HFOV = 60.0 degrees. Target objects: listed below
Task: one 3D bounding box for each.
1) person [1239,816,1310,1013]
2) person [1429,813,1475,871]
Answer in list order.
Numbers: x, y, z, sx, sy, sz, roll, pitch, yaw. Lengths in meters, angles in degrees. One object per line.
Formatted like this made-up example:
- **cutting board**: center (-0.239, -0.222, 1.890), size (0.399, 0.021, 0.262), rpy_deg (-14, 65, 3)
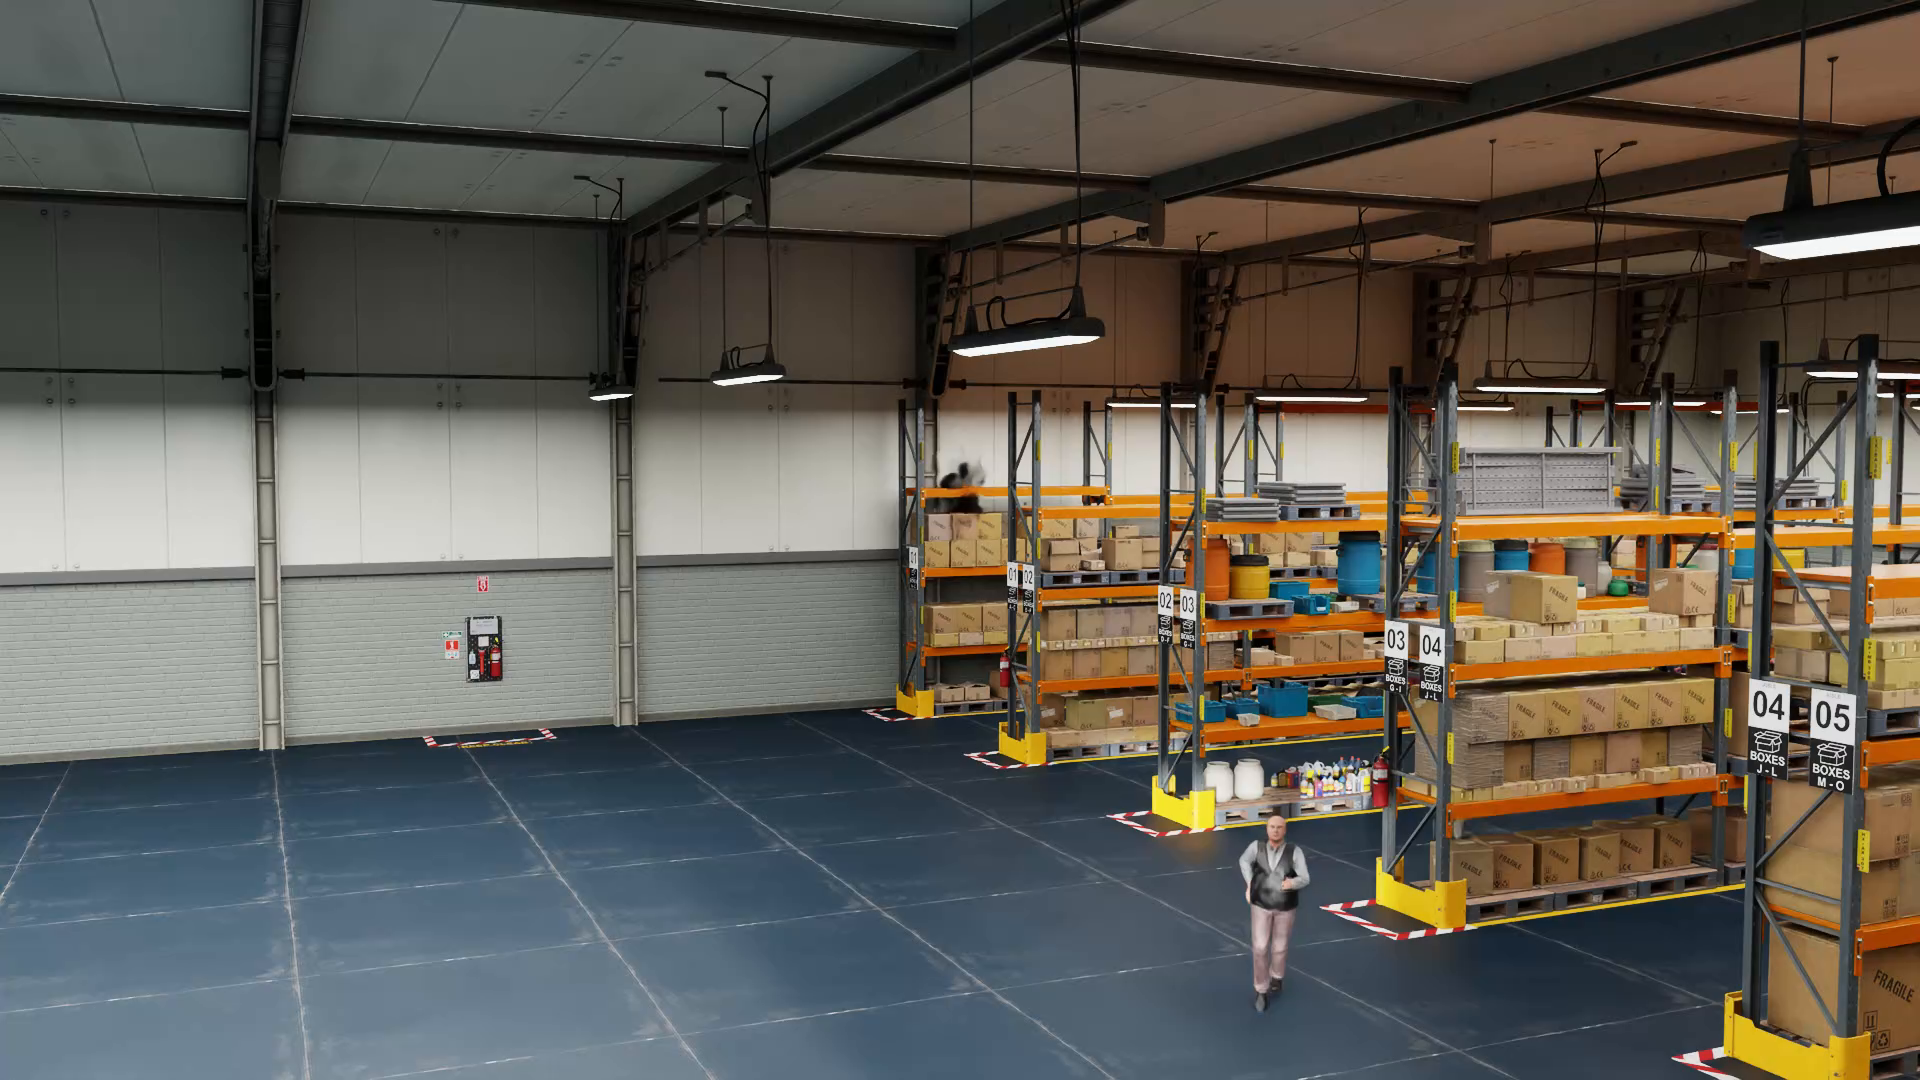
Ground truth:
- **person**: center (2.888, 3.417, 15.289), size (0.638, 1.783, 0.779), rpy_deg (1, 3, 9)
- **person**: center (5.983, 3.151, 20.105), size (0.766, 1.662, 0.626), rpy_deg (-2, 4, -28)
